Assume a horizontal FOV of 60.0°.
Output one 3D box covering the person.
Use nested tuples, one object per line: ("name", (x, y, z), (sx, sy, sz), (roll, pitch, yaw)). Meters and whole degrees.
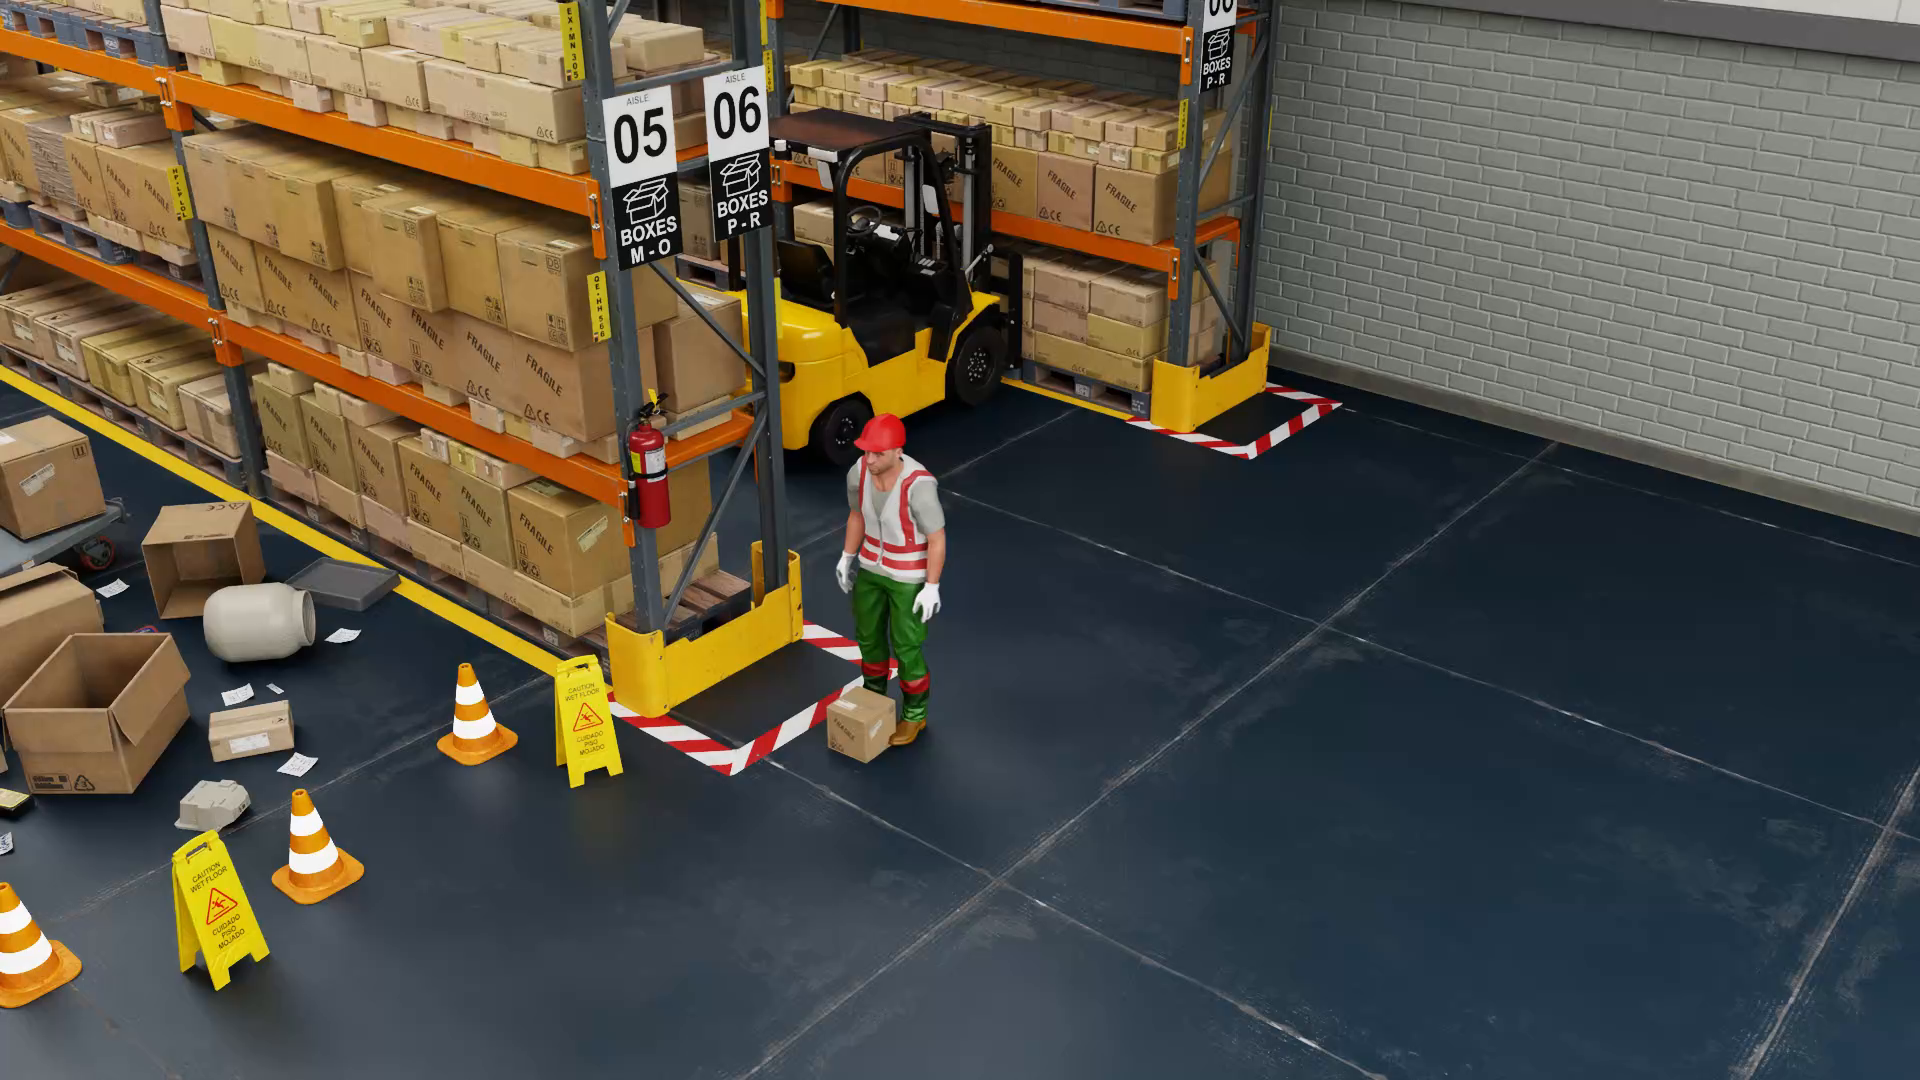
("person", (-0.344, 0.180, 8.248), (0.623, 1.780, 0.446), (19, 33, 32))
